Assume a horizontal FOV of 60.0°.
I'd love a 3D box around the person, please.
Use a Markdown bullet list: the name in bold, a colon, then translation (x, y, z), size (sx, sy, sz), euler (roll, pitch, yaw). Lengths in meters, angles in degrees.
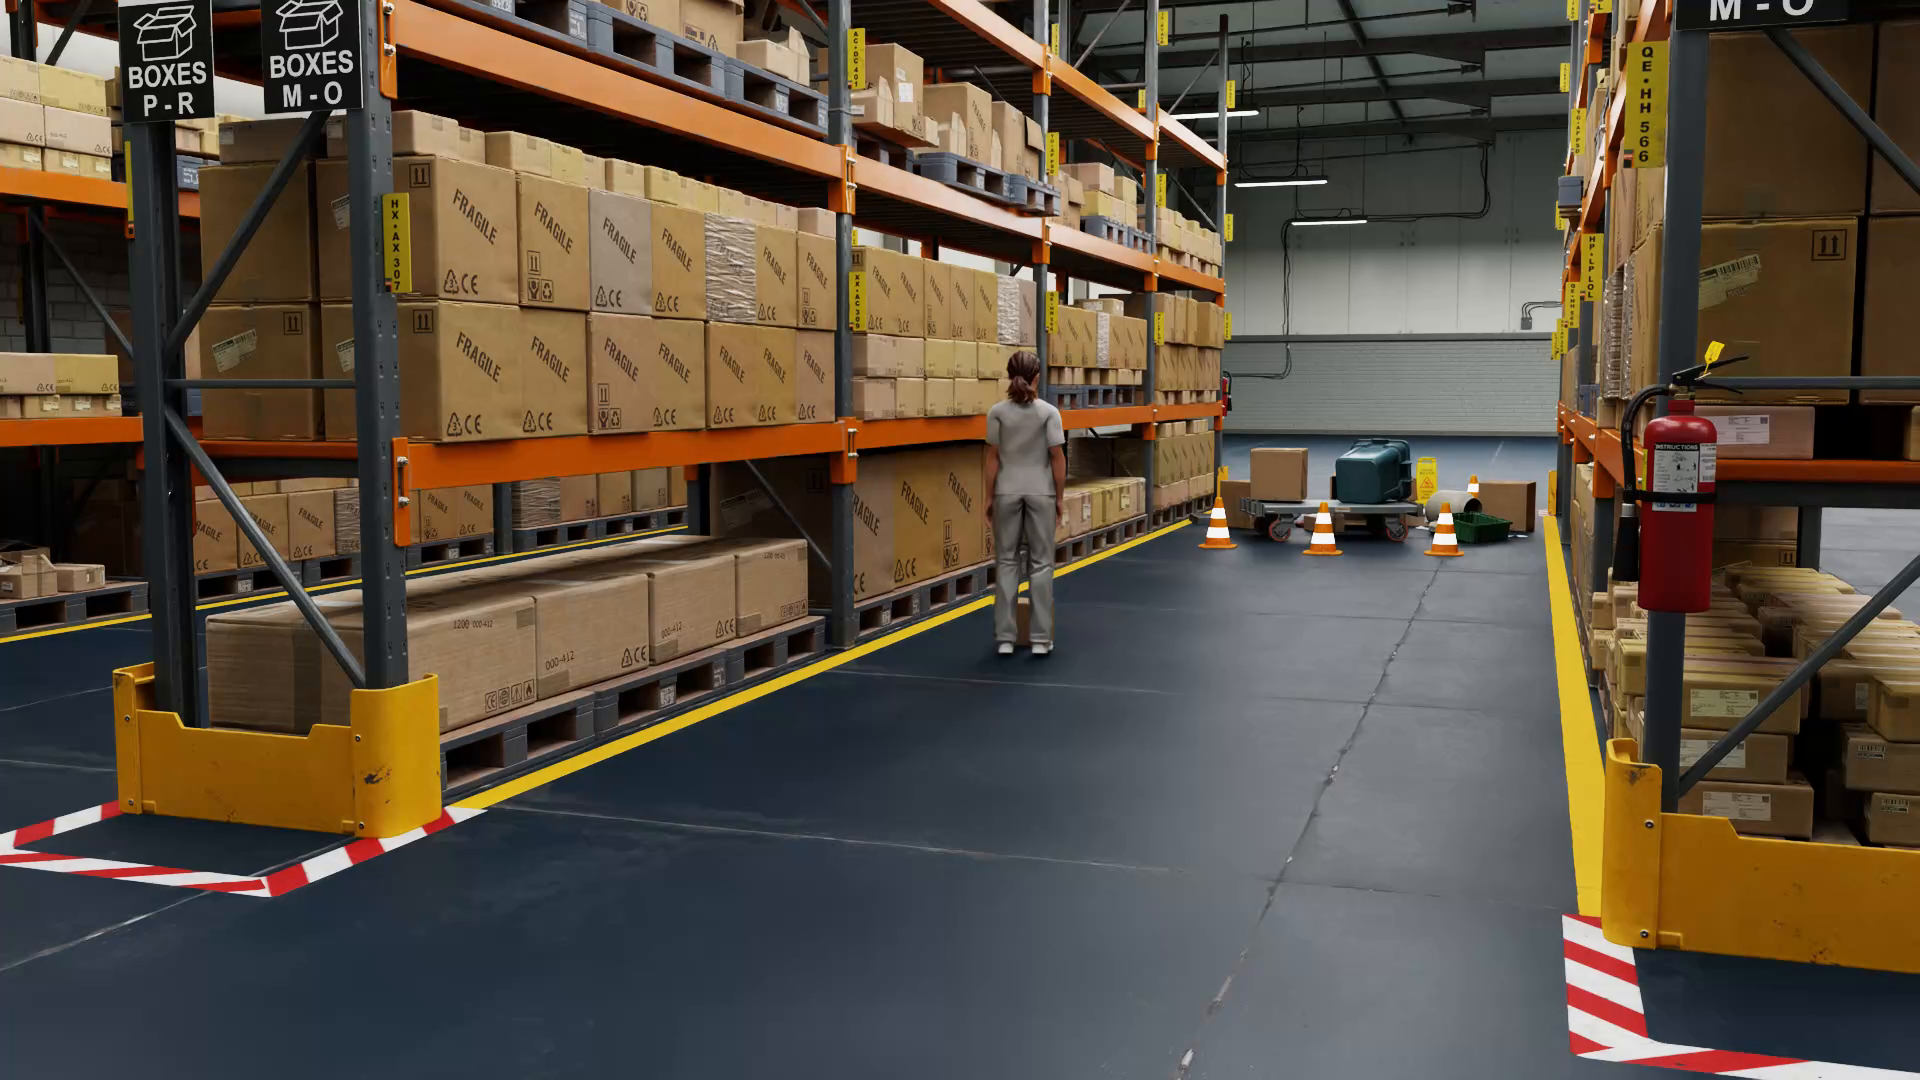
- **person**: translation (0.358, -0.205, 9.193), size (0.450, 1.677, 0.418), euler (0, 5, 5)
